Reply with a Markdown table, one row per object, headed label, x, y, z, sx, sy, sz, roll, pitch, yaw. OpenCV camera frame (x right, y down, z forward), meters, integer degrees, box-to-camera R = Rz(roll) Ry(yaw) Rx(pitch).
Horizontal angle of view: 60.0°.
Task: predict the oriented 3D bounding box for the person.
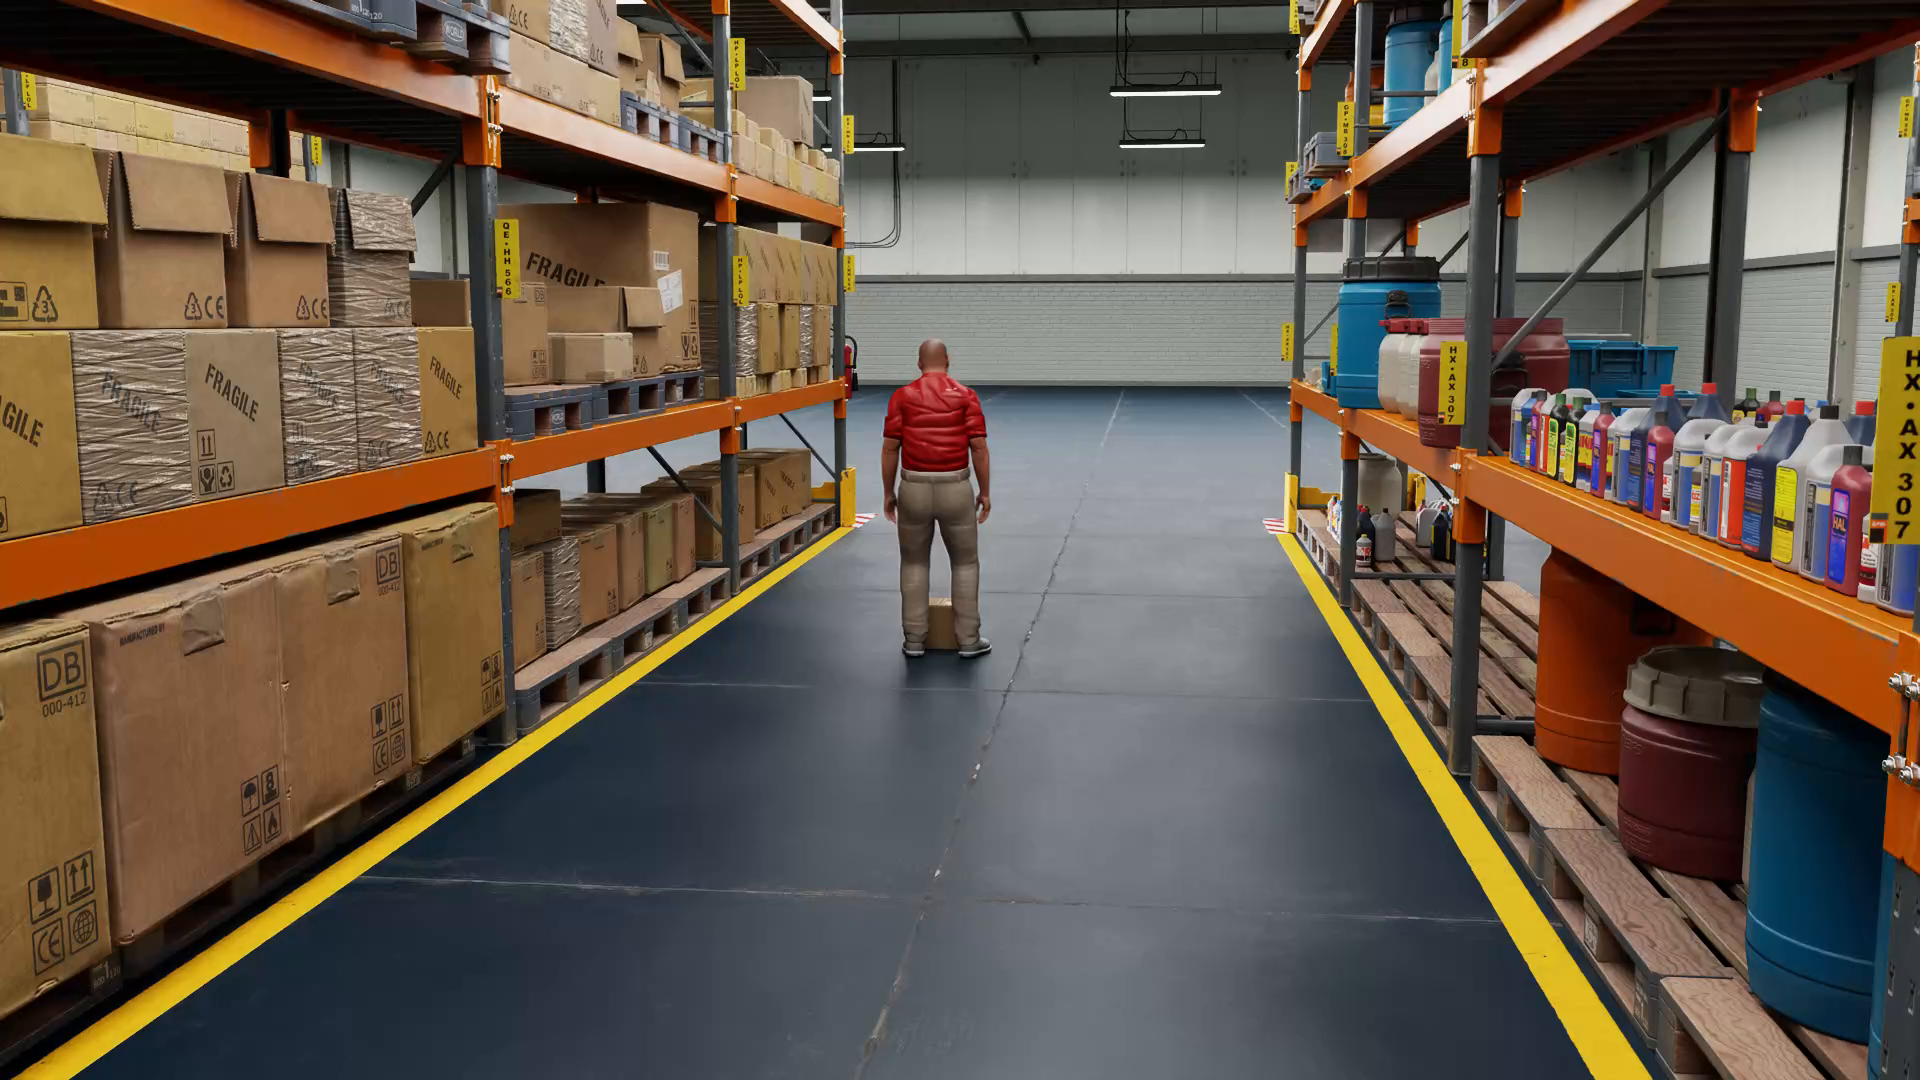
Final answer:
| label | x | y | z | sx | sy | sz | roll | pitch | yaw |
| --- | --- | --- | --- | --- | --- | --- | --- | --- | --- |
| person | -0.127 | -0.228 | 9.068 | 0.592 | 1.726 | 0.387 | 1 | 8 | 5 |
